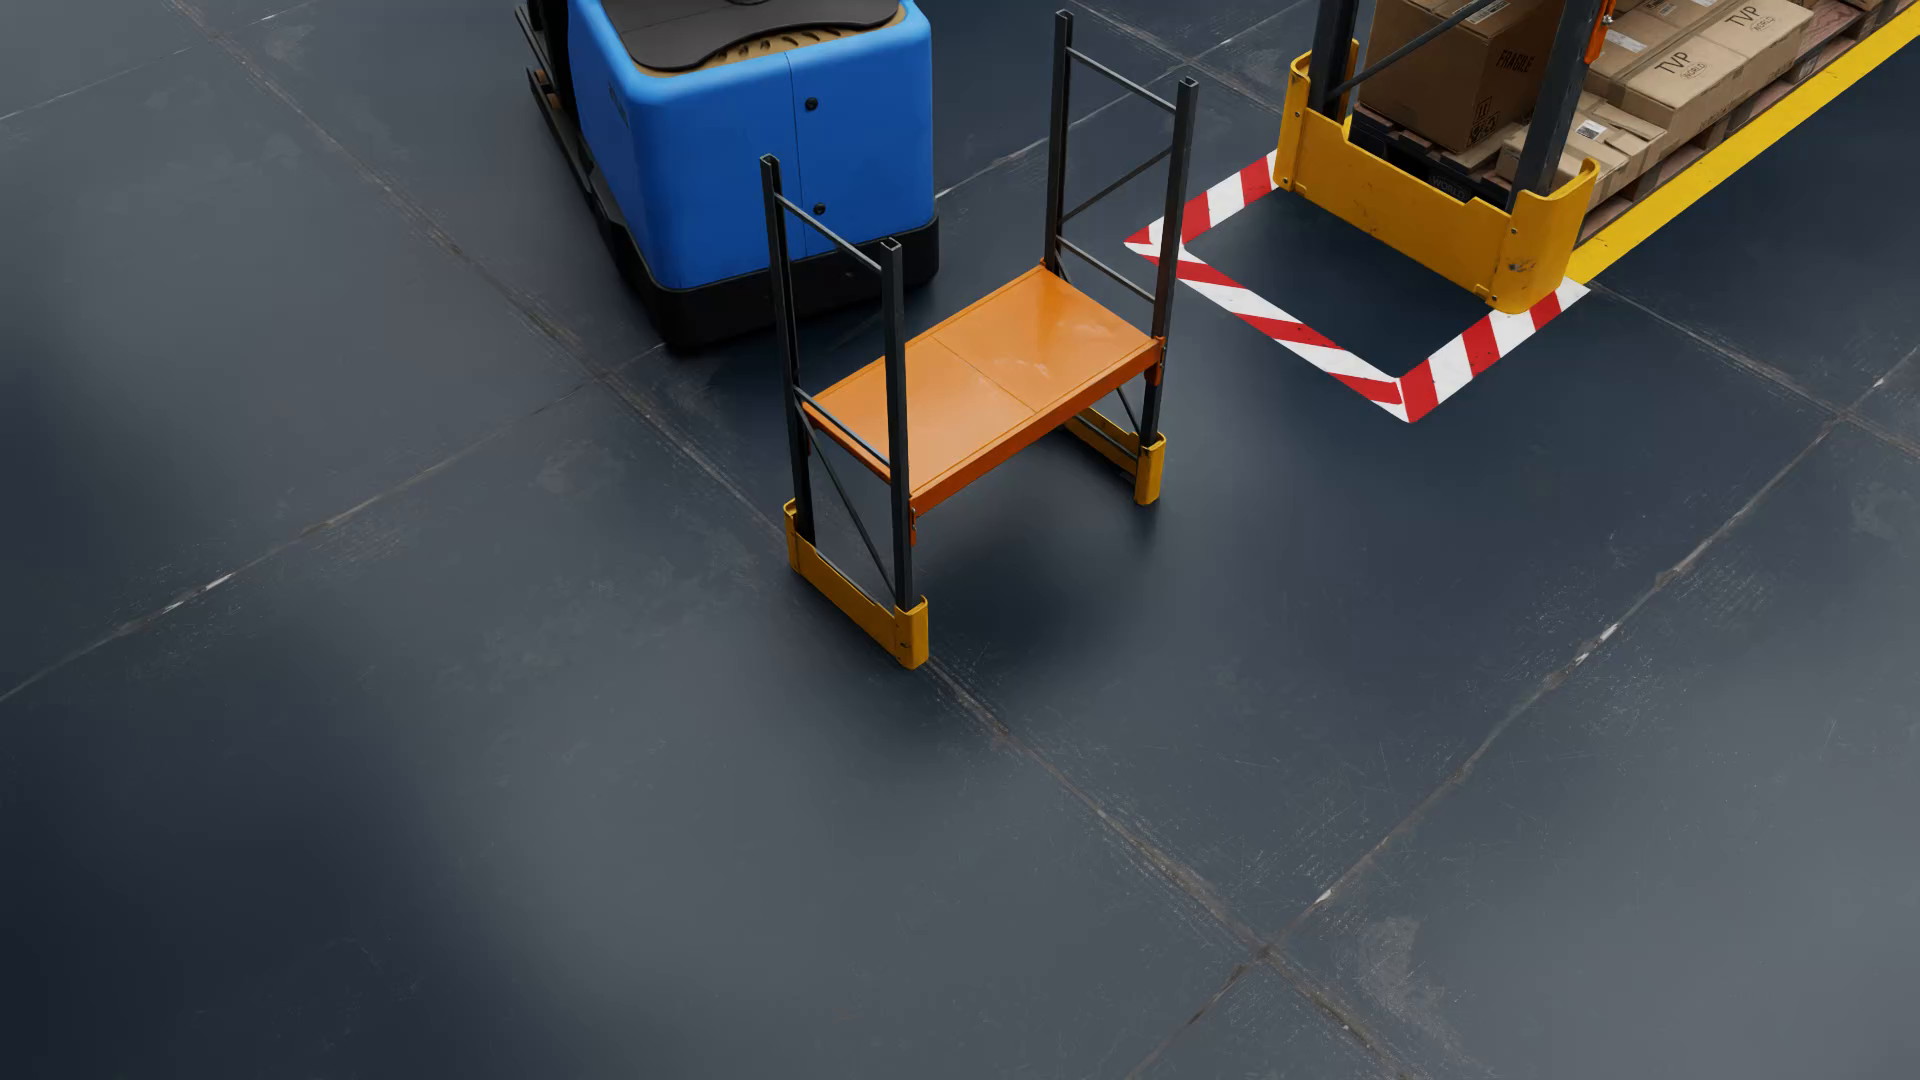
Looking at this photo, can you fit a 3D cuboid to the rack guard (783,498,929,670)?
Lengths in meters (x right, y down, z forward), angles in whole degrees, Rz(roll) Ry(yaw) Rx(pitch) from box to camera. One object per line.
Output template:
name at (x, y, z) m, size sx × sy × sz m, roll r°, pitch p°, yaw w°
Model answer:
rack guard at (-0.312, 0.124, 4.966) m, size 0.087 × 0.250 × 0.587 m, roll -34°, pitch 56°, yaw -27°

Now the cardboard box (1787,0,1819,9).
cardboard box at (3.244, -2.524, 6.937) m, size 0.637 × 0.503 × 0.797 m, roll -34°, pitch 56°, yaw -27°

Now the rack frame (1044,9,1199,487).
rack frame at (0.439, -0.802, 4.970) m, size 0.032 × 1.500 × 0.500 m, roll -34°, pitch 56°, yaw -27°

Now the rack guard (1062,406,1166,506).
rack guard at (0.425, -0.369, 5.420) m, size 0.087 × 0.250 × 0.587 m, roll -34°, pitch 56°, yaw -27°

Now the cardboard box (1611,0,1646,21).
cardboard box at (2.631, -2.248, 6.855) m, size 0.500 × 0.250 × 0.500 m, roll -34°, pitch 56°, yaw -27°

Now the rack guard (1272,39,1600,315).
rack guard at (1.727, -1.365, 6.170) m, size 0.348 × 0.500 × 1.175 m, roll -34°, pitch 56°, yaw -27°

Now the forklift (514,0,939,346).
forklift at (-1.132, -2.766, 5.808) m, size 1.130 × 2.935 × 3.031 m, roll -18°, pitch 50°, yaw -16°

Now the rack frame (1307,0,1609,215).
rack frame at (1.671, -2.175, 5.216) m, size 0.127 × 3.000 × 1.000 m, roll -34°, pitch 56°, yaw -27°

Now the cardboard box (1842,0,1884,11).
cardboard box at (3.845, -2.584, 7.123) m, size 0.500 × 0.311 × 0.500 m, roll -34°, pitch 56°, yaw -27°

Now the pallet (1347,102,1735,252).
pallet at (2.316, -1.662, 6.640) m, size 1.213 × 0.211 × 1.003 m, roll -34°, pitch 56°, yaw -27°

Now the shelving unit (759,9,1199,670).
shelving unit at (0.056, -0.546, 4.734) m, size 1.083 × 1.500 × 0.587 m, roll -34°, pitch 56°, yaw -27°

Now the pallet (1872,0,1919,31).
pallet at (4.122, -2.868, 7.753) m, size 1.213 × 0.211 × 1.003 m, roll -34°, pitch 56°, yaw -27°

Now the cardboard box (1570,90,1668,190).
cardboard box at (2.397, -1.507, 6.228) m, size 0.250 × 0.166 × 0.380 m, roll -34°, pitch 56°, yaw -27°

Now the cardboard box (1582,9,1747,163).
cardboard box at (2.634, -1.754, 6.399) m, size 0.500 × 0.250 × 0.500 m, roll -34°, pitch 56°, yaw -27°

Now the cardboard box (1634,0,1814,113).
cardboard box at (3.004, -2.001, 6.627) m, size 0.500 × 0.250 × 0.500 m, roll -34°, pitch 56°, yaw -27°

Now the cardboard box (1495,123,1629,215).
cardboard box at (2.212, -1.378, 6.121) m, size 0.250 × 0.149 × 0.380 m, roll -34°, pitch 56°, yaw -27°

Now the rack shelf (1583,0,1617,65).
rack shelf at (3.151, -2.920, 6.393) m, size 4.000 × 0.370 × 1.077 m, roll -34°, pitch 56°, yaw -27°

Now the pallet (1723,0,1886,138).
pallet at (3.219, -2.262, 7.194) m, size 1.213 × 0.211 × 1.003 m, roll -34°, pitch 56°, yaw -27°

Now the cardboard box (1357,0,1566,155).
cardboard box at (1.907, -1.880, 6.345) m, size 0.500 × 0.500 × 0.500 m, roll -34°, pitch 56°, yaw -27°

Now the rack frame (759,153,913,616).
rack frame at (-0.313, -0.299, 4.506) m, size 0.032 × 1.500 × 0.500 m, roll -34°, pitch 56°, yaw -27°

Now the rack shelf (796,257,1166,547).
rack shelf at (0.063, -0.429, 4.870) m, size 1.000 × 0.185 × 0.538 m, roll -34°, pitch 56°, yaw -27°
